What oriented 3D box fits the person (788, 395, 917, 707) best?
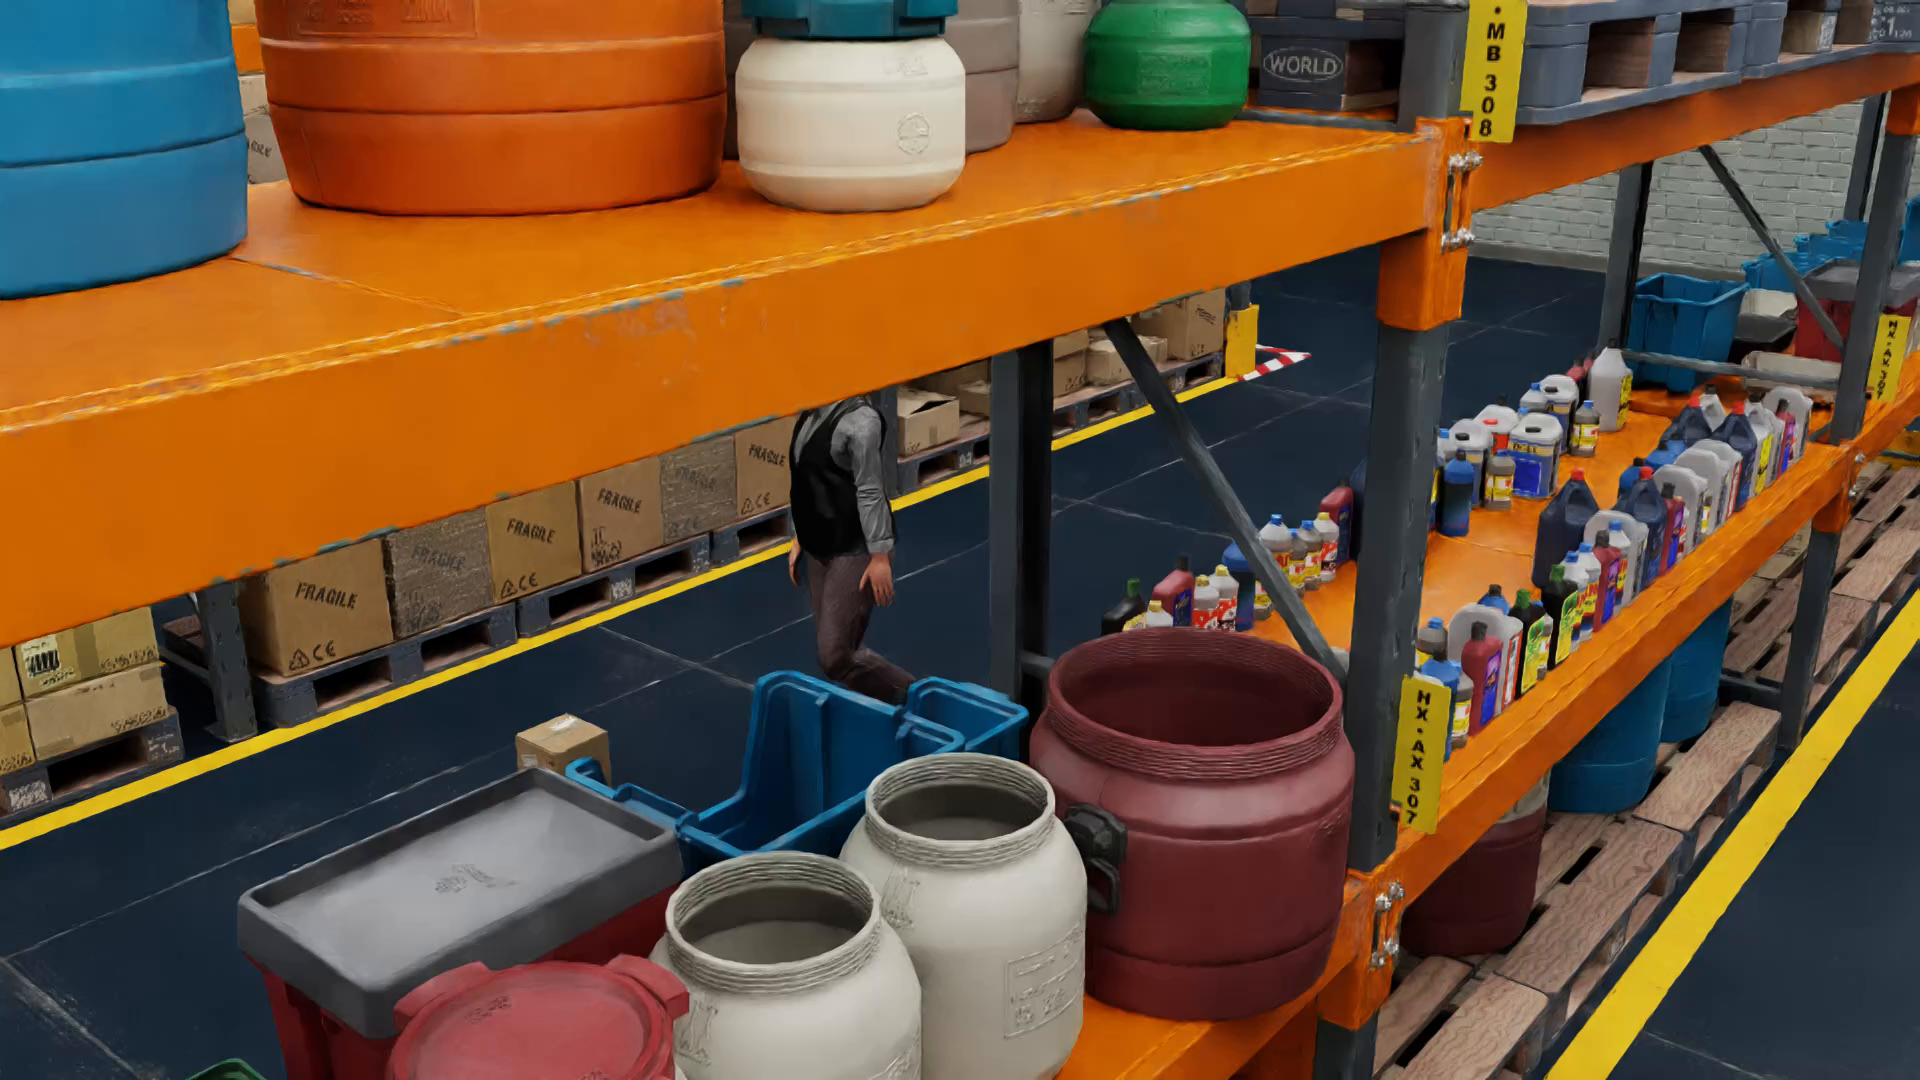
[{"bbox_3d":[-0.423,0.048,6.463,0.502,1.699,0.629,-12,23,-29],"label":"person"}]
